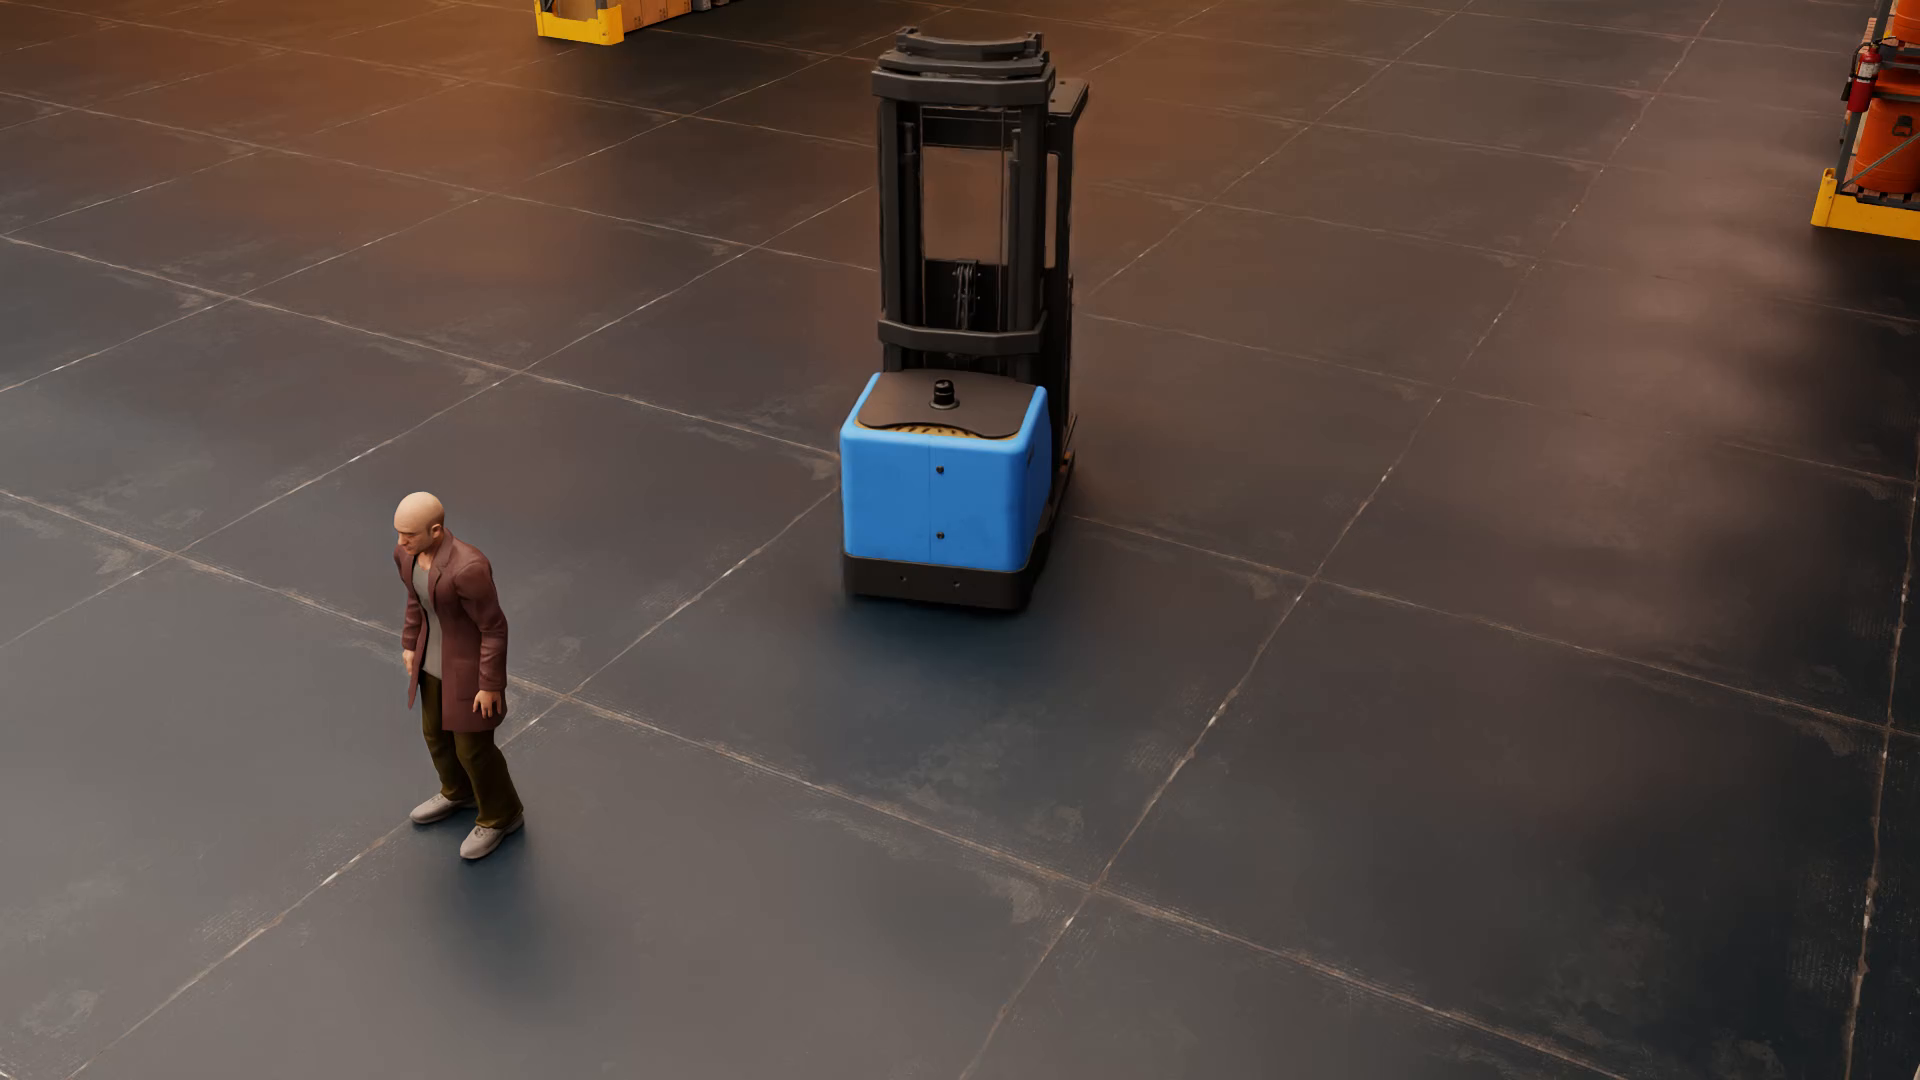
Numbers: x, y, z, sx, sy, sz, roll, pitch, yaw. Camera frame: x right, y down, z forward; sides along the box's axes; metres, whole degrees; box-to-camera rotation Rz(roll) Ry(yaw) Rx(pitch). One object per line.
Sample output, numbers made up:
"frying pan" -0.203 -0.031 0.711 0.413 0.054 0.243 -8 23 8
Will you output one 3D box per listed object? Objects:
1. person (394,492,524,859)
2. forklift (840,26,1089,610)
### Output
"person" -2.212 0.559 7.262 0.645 1.772 0.436 22 36 33
"forklift" 0.129 -1.605 9.851 1.130 2.935 3.031 6 30 10
